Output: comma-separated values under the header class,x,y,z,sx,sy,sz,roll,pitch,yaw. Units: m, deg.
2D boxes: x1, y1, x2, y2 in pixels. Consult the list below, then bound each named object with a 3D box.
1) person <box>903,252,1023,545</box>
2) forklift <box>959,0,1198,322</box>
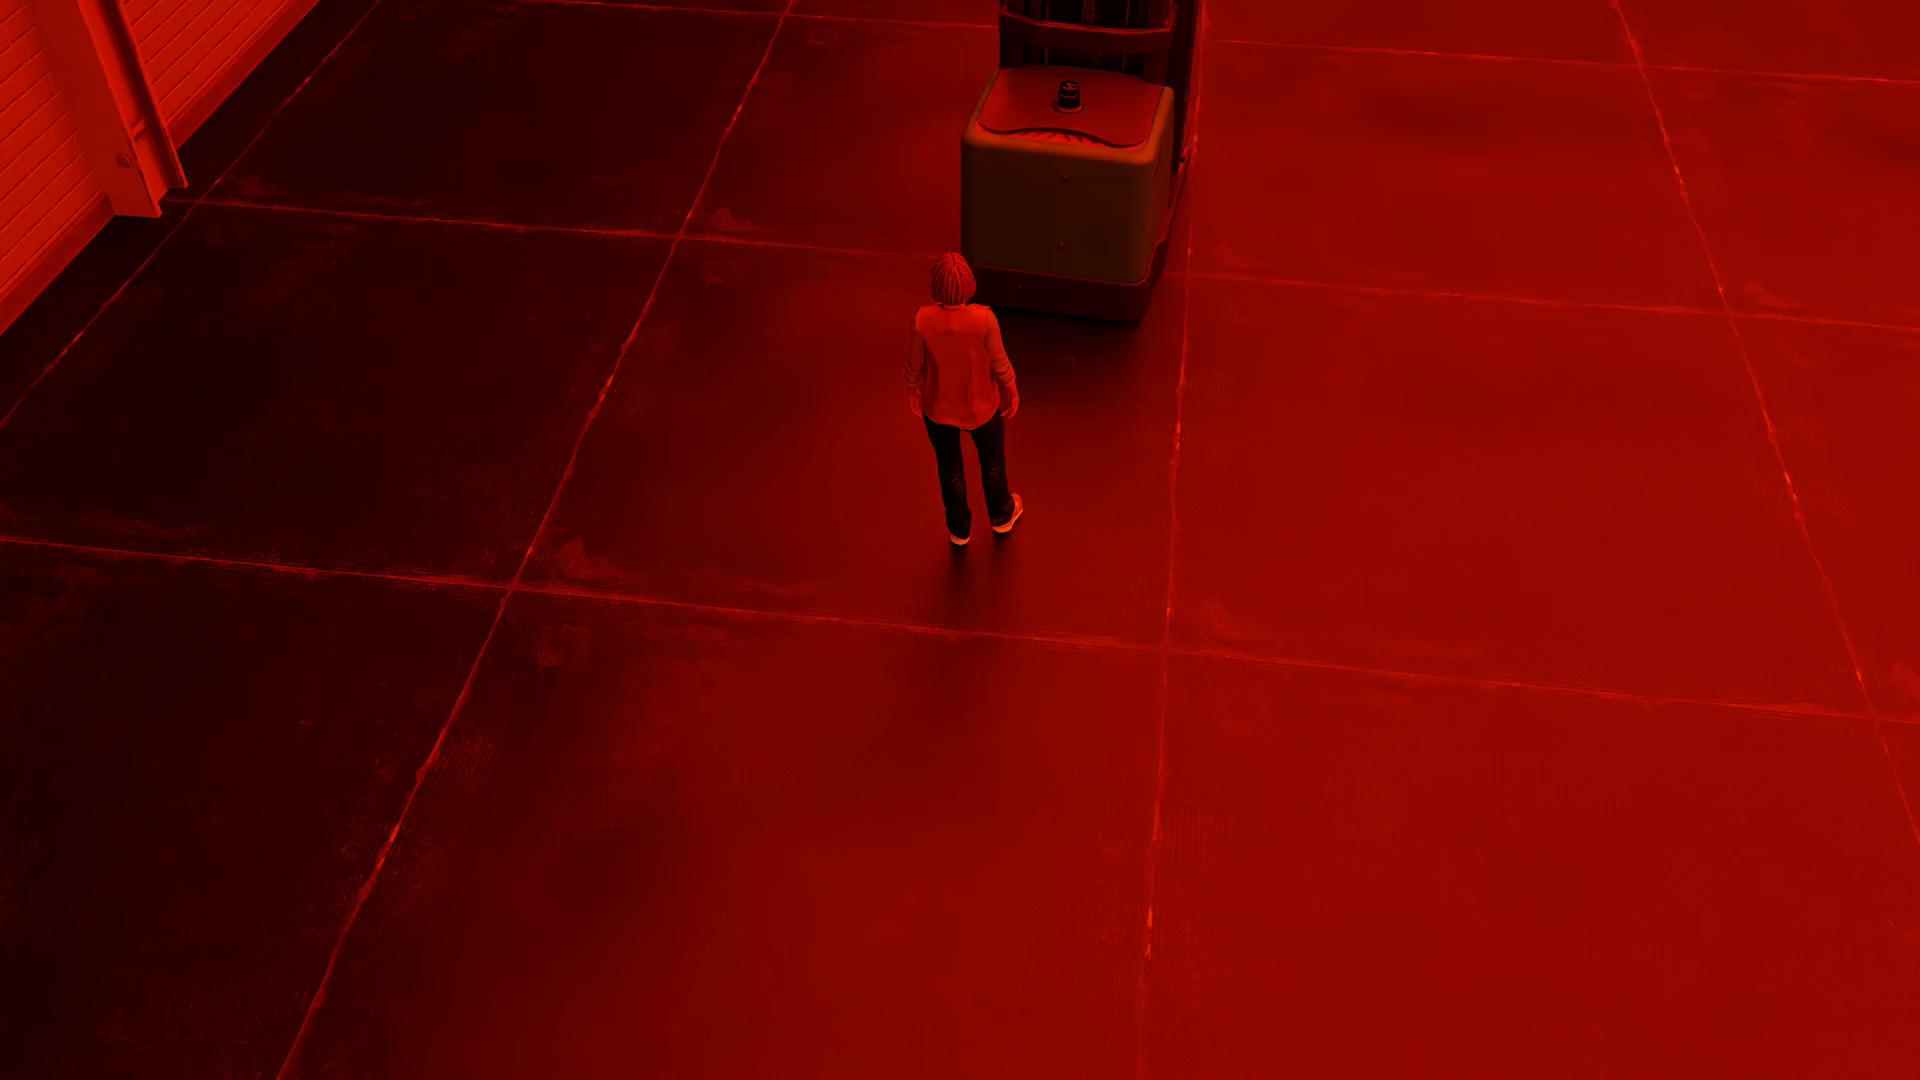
class,x,y,z,sx,sy,sz,roll,pitch,yaw
person,0.024,-0.637,7.403,0.520,1.585,0.473,5,43,6
forklift,0.821,-3.280,9.295,1.130,2.935,3.031,9,43,10
